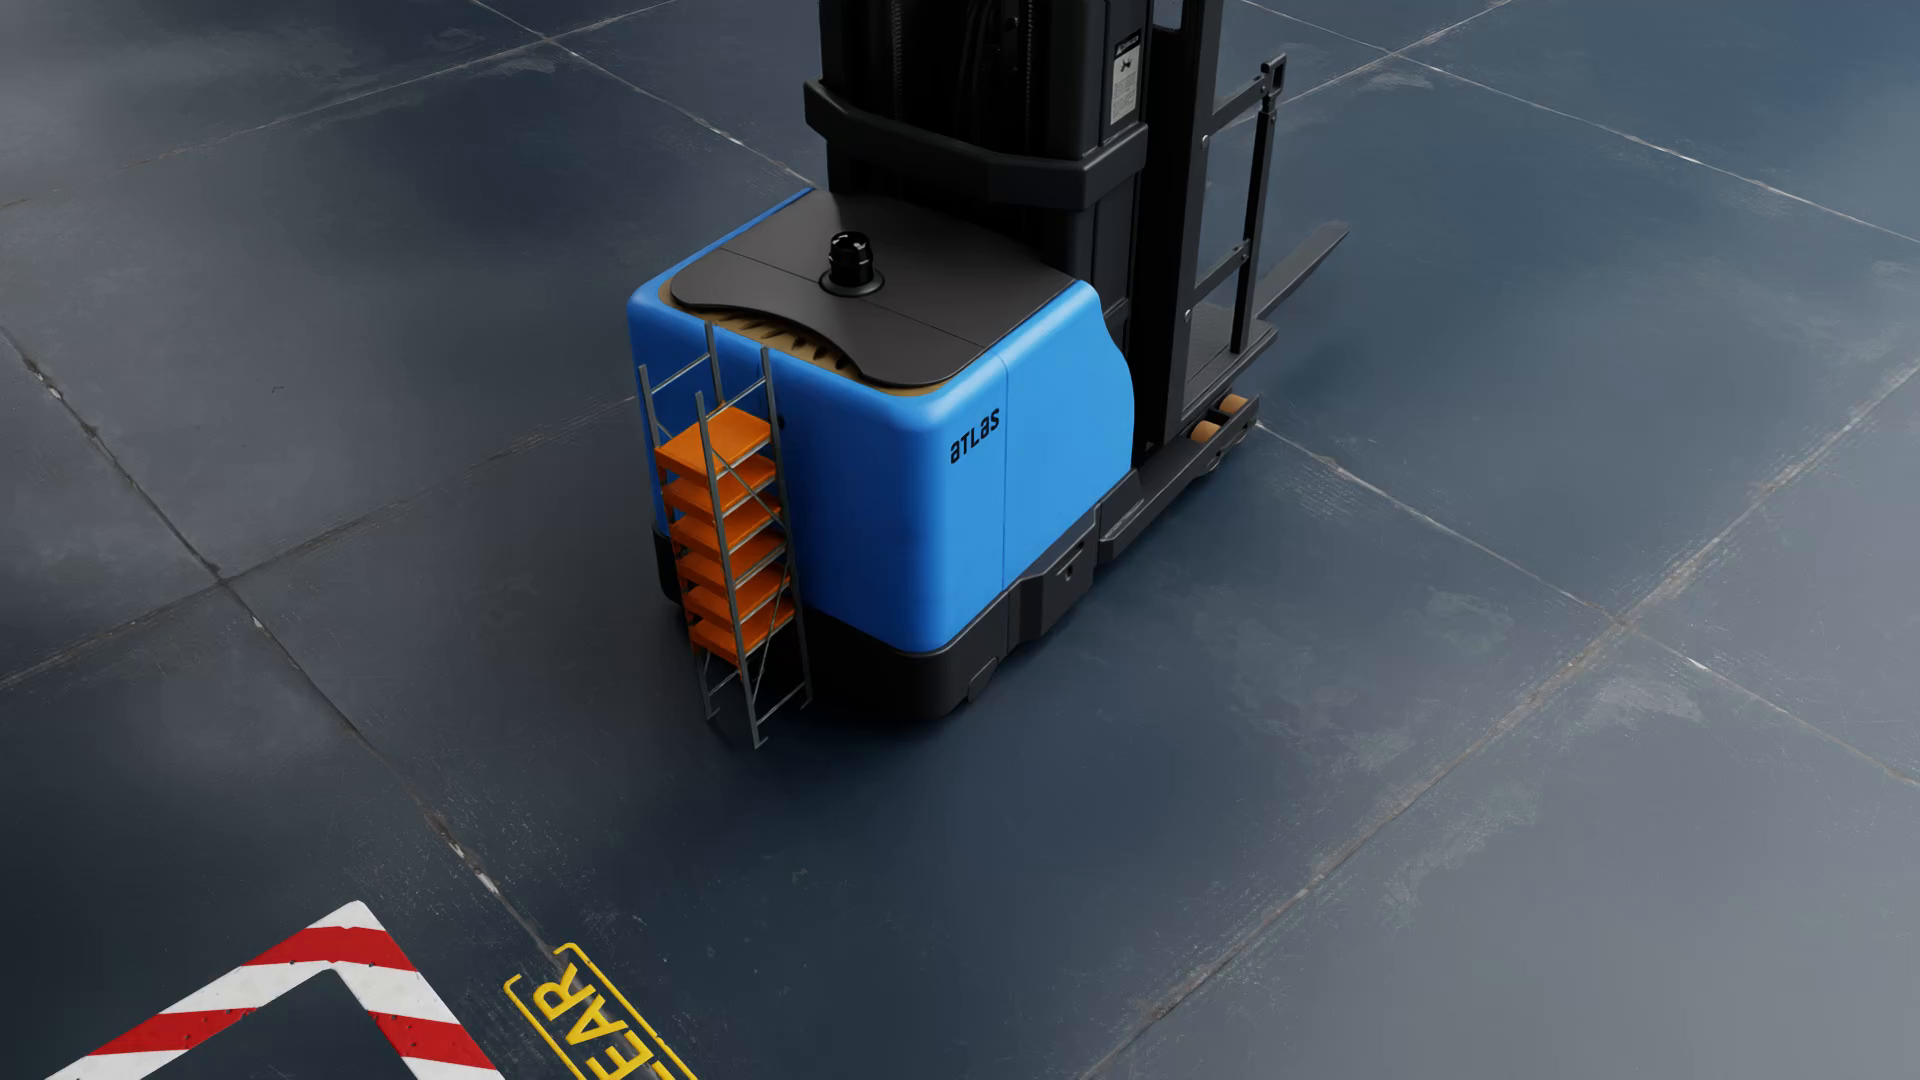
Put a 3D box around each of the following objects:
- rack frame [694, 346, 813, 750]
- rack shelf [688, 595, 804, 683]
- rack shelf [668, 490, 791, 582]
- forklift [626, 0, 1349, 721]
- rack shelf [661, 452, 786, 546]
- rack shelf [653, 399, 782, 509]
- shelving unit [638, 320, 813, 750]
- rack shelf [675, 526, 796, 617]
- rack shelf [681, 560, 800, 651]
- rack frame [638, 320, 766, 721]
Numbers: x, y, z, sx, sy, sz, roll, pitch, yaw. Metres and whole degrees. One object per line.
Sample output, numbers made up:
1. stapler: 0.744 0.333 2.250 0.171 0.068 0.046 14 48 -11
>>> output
1. rack frame: -0.509 0.059 4.232 0.006 1.200 0.240 26 49 29
2. rack shelf: -0.572 0.238 4.463 0.180 0.103 0.258 26 49 29
3. rack shelf: -0.583 -0.033 4.226 0.180 0.103 0.258 26 49 29
4. forklift: 0.361 -1.529 4.832 1.130 2.935 3.031 24 45 27
5. rack shelf: -0.587 -0.123 4.147 0.180 0.103 0.258 26 49 29
6. rack shelf: -0.591 -0.214 4.069 0.180 0.103 0.258 26 49 29
7. shelving unit: -0.581 0.024 4.276 0.189 1.200 0.258 26 49 29
8. rack shelf: -0.579 0.057 4.305 0.180 0.103 0.258 26 49 29
9. rack shelf: -0.576 0.148 4.384 0.180 0.103 0.258 26 49 29
10. rack frame: -0.653 -0.011 4.320 0.006 1.200 0.240 26 49 29
